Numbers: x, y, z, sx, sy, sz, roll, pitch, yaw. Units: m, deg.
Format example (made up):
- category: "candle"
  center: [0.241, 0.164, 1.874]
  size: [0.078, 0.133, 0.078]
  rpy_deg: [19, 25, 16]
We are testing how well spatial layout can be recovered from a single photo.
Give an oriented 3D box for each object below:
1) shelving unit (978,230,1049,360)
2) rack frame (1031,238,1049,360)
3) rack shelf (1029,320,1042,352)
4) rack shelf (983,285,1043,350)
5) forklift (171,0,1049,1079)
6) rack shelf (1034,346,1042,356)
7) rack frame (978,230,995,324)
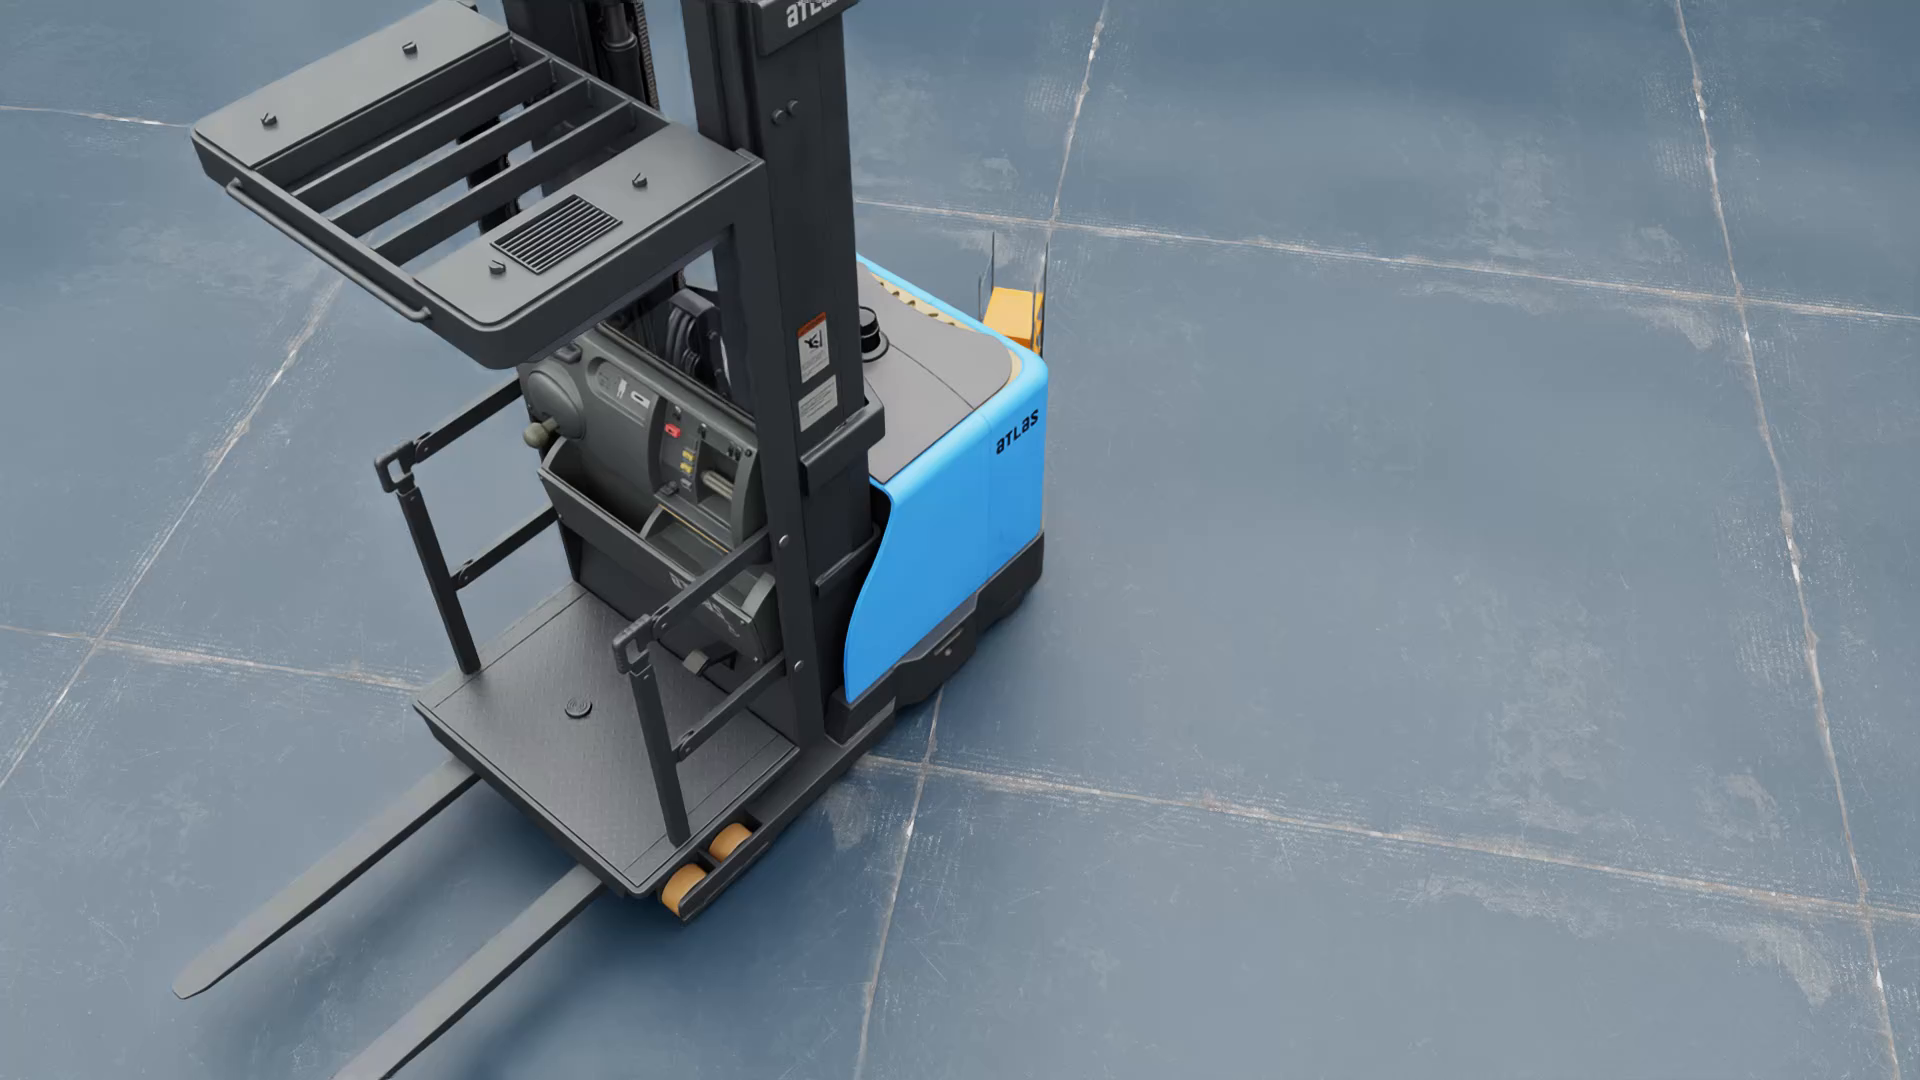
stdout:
- category: "shelving unit"
  center: [0.177, -0.533, 5.922]
  size: [0.189, 1.200, 0.258]
  rpy_deg: [9, 49, 8]
- category: "rack frame"
  center: [0.267, -0.518, 5.909]
  size: [0.006, 1.200, 0.240]
  rpy_deg: [9, 49, 8]
- category: "rack shelf"
  center: [0.177, -0.664, 5.777]
  size: [0.180, 0.103, 0.258]
  rpy_deg: [9, 49, 8]
- category: "rack shelf"
  center: [0.177, -0.744, 5.688]
  size: [0.180, 0.103, 0.258]
  rpy_deg: [9, 49, 8]
- category: "forklift"
  center: [-1.039, -0.235, 4.491]
  size: [1.130, 2.935, 3.031]
  rpy_deg: [32, 56, 26]
- category: "rack shelf"
  center: [0.177, -0.584, 5.866]
  size: [0.180, 0.103, 0.258]
  rpy_deg: [9, 49, 8]
- category: "rack frame"
  center: [0.088, -0.548, 5.936]
  size: [0.006, 1.200, 0.240]
  rpy_deg: [9, 49, 8]
